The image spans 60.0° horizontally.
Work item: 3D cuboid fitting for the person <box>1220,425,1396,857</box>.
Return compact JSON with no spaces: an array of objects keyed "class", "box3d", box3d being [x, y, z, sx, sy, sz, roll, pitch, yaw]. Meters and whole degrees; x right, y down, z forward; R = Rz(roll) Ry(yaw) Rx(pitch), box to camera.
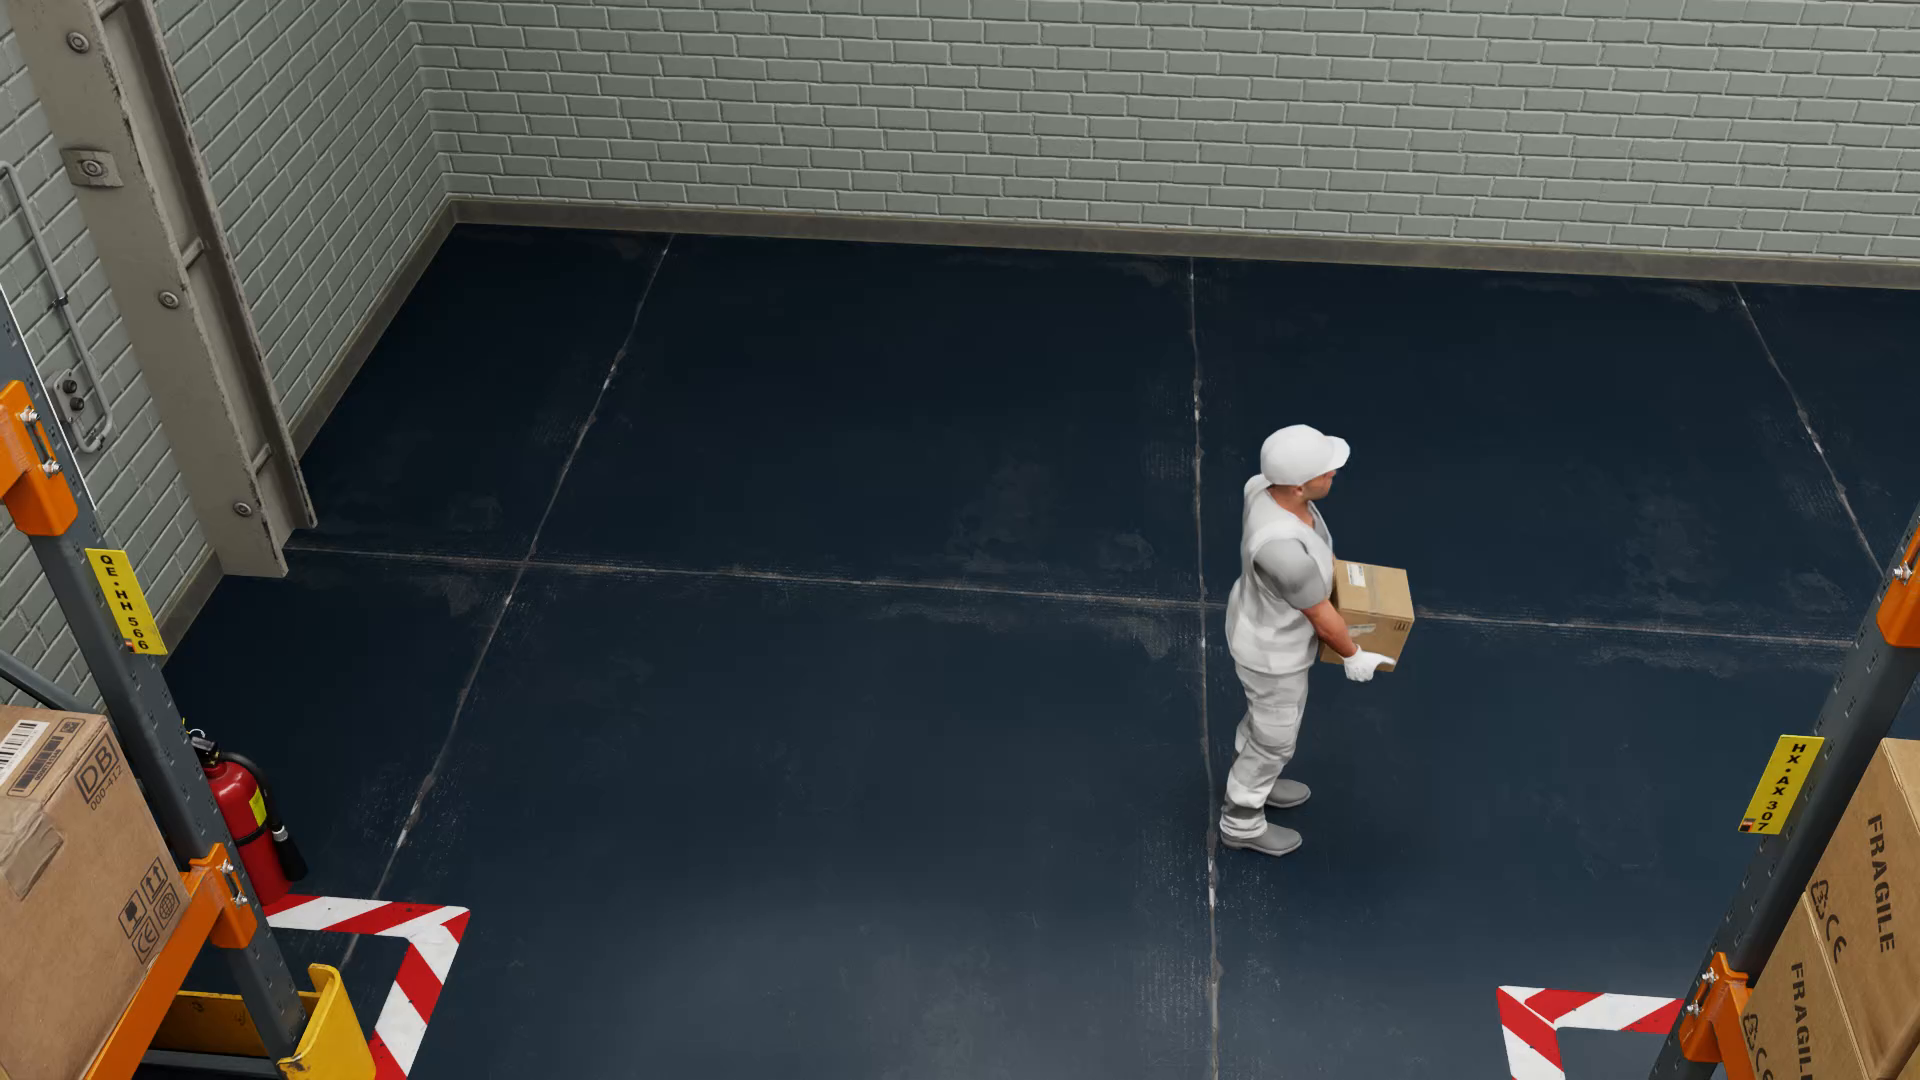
[{"class":"person","box3d":[1.190,0.351,5.715,0.559,1.786,0.495,3,40,4]}]
